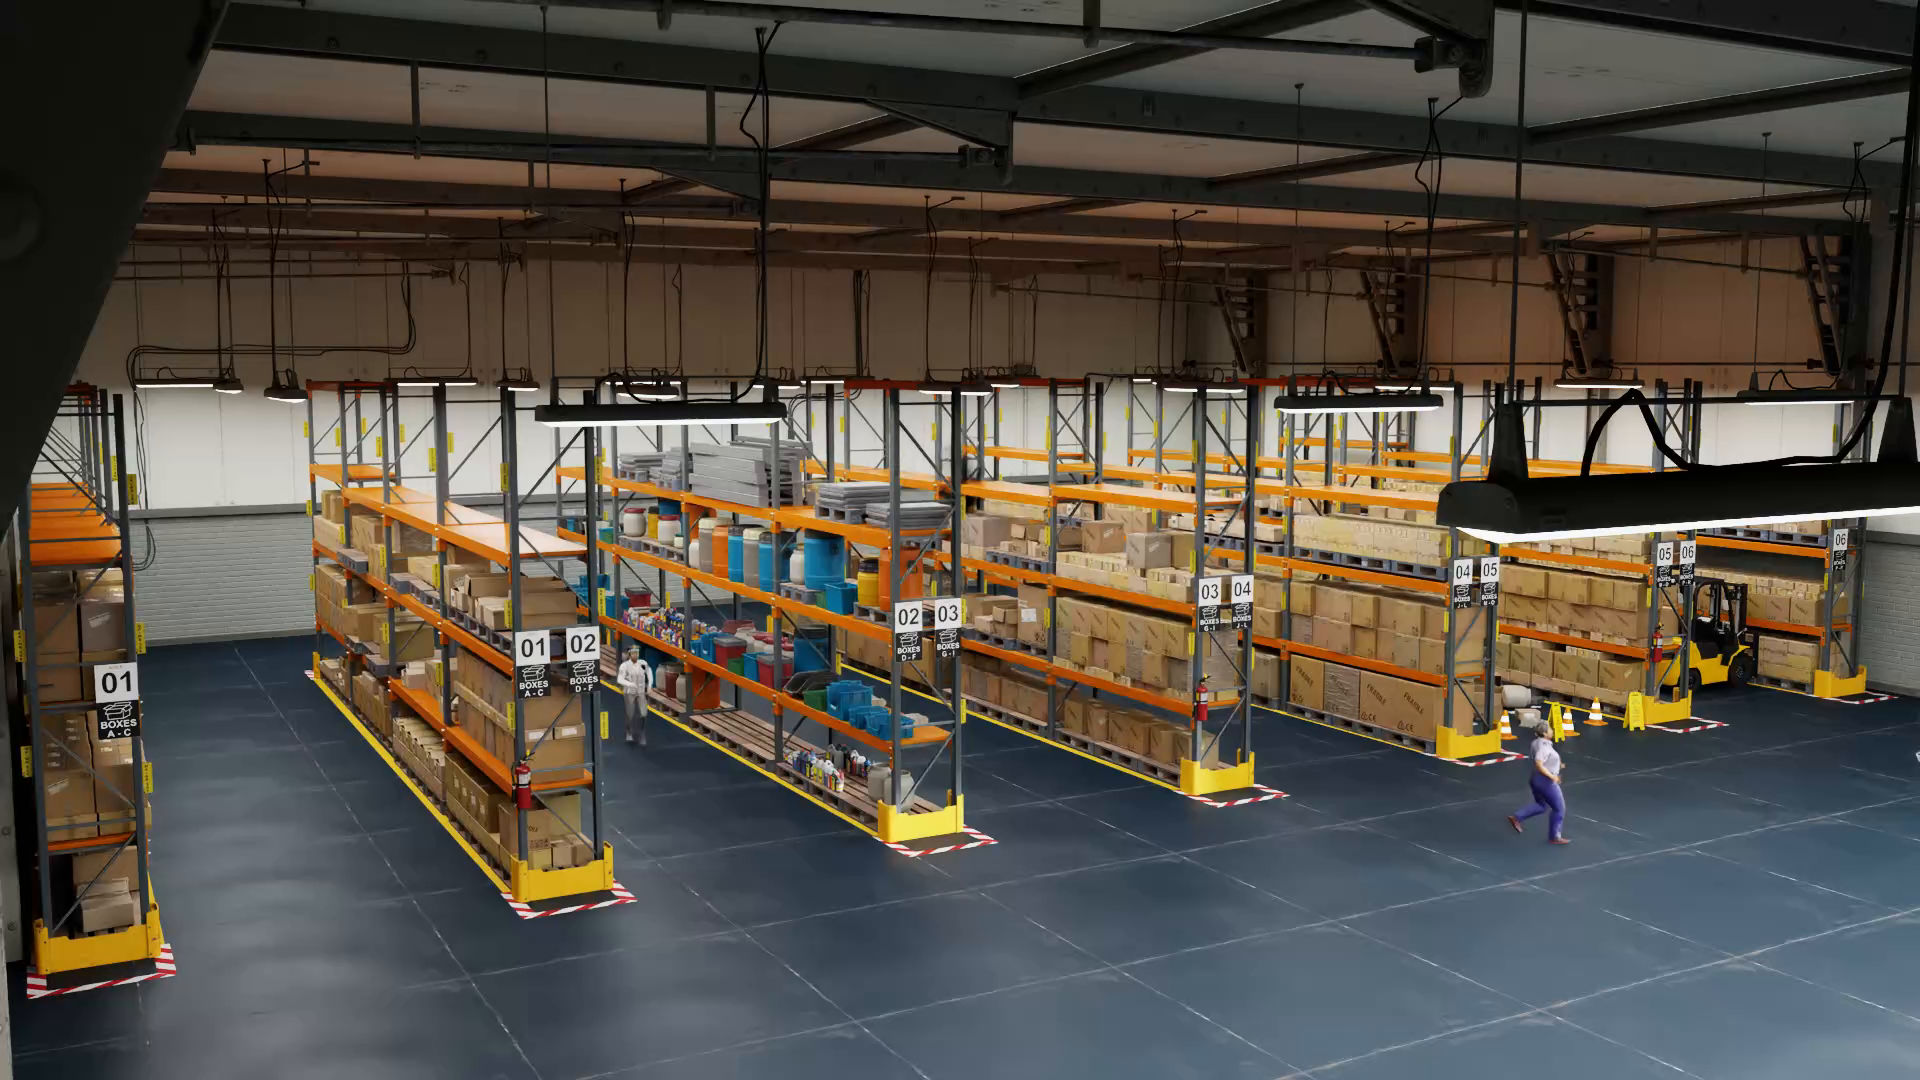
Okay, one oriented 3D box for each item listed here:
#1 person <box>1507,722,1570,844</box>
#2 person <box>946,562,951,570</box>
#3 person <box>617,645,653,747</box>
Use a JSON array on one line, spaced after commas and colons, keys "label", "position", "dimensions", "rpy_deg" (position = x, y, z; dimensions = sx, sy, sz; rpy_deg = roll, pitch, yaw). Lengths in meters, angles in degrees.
[{"label": "person", "position": [7.672, 3.201, 21.934], "dimensions": [0.793, 1.611, 0.619], "rpy_deg": [0, 6, 2]}, {"label": "person", "position": [-0.187, 1.036, 41.869], "dimensions": [0.561, 1.734, 0.710], "rpy_deg": [-4, 7, -35]}, {"label": "person", "position": [-5.369, 2.583, 27.563], "dimensions": [0.627, 1.749, 0.708], "rpy_deg": [-3, 7, -24]}]
